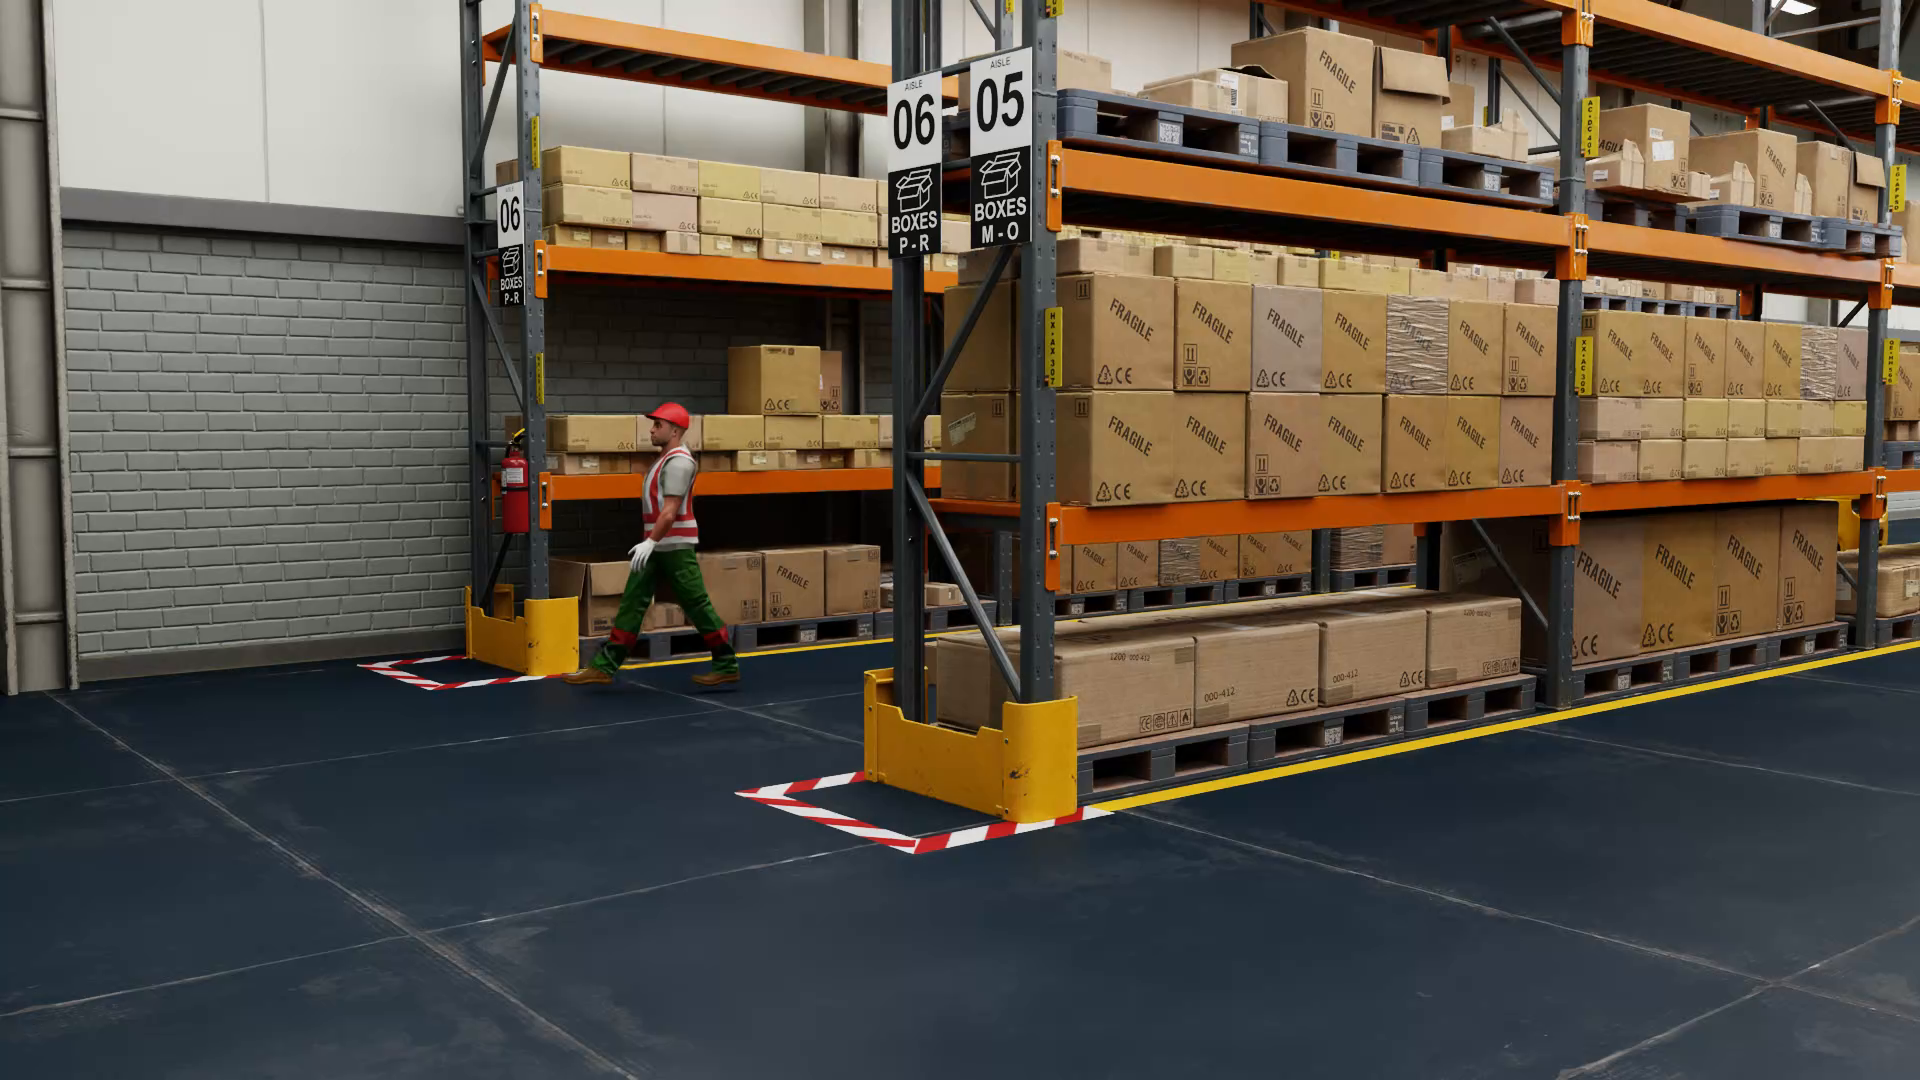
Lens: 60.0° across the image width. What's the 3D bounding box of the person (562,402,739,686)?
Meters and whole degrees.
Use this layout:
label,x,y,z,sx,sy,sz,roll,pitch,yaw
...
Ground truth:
label,x,y,z,sx,sy,sz,roll,pitch,yaw
person,-1.871,0.032,10.081,1.036,1.727,0.588,-2,5,-24
